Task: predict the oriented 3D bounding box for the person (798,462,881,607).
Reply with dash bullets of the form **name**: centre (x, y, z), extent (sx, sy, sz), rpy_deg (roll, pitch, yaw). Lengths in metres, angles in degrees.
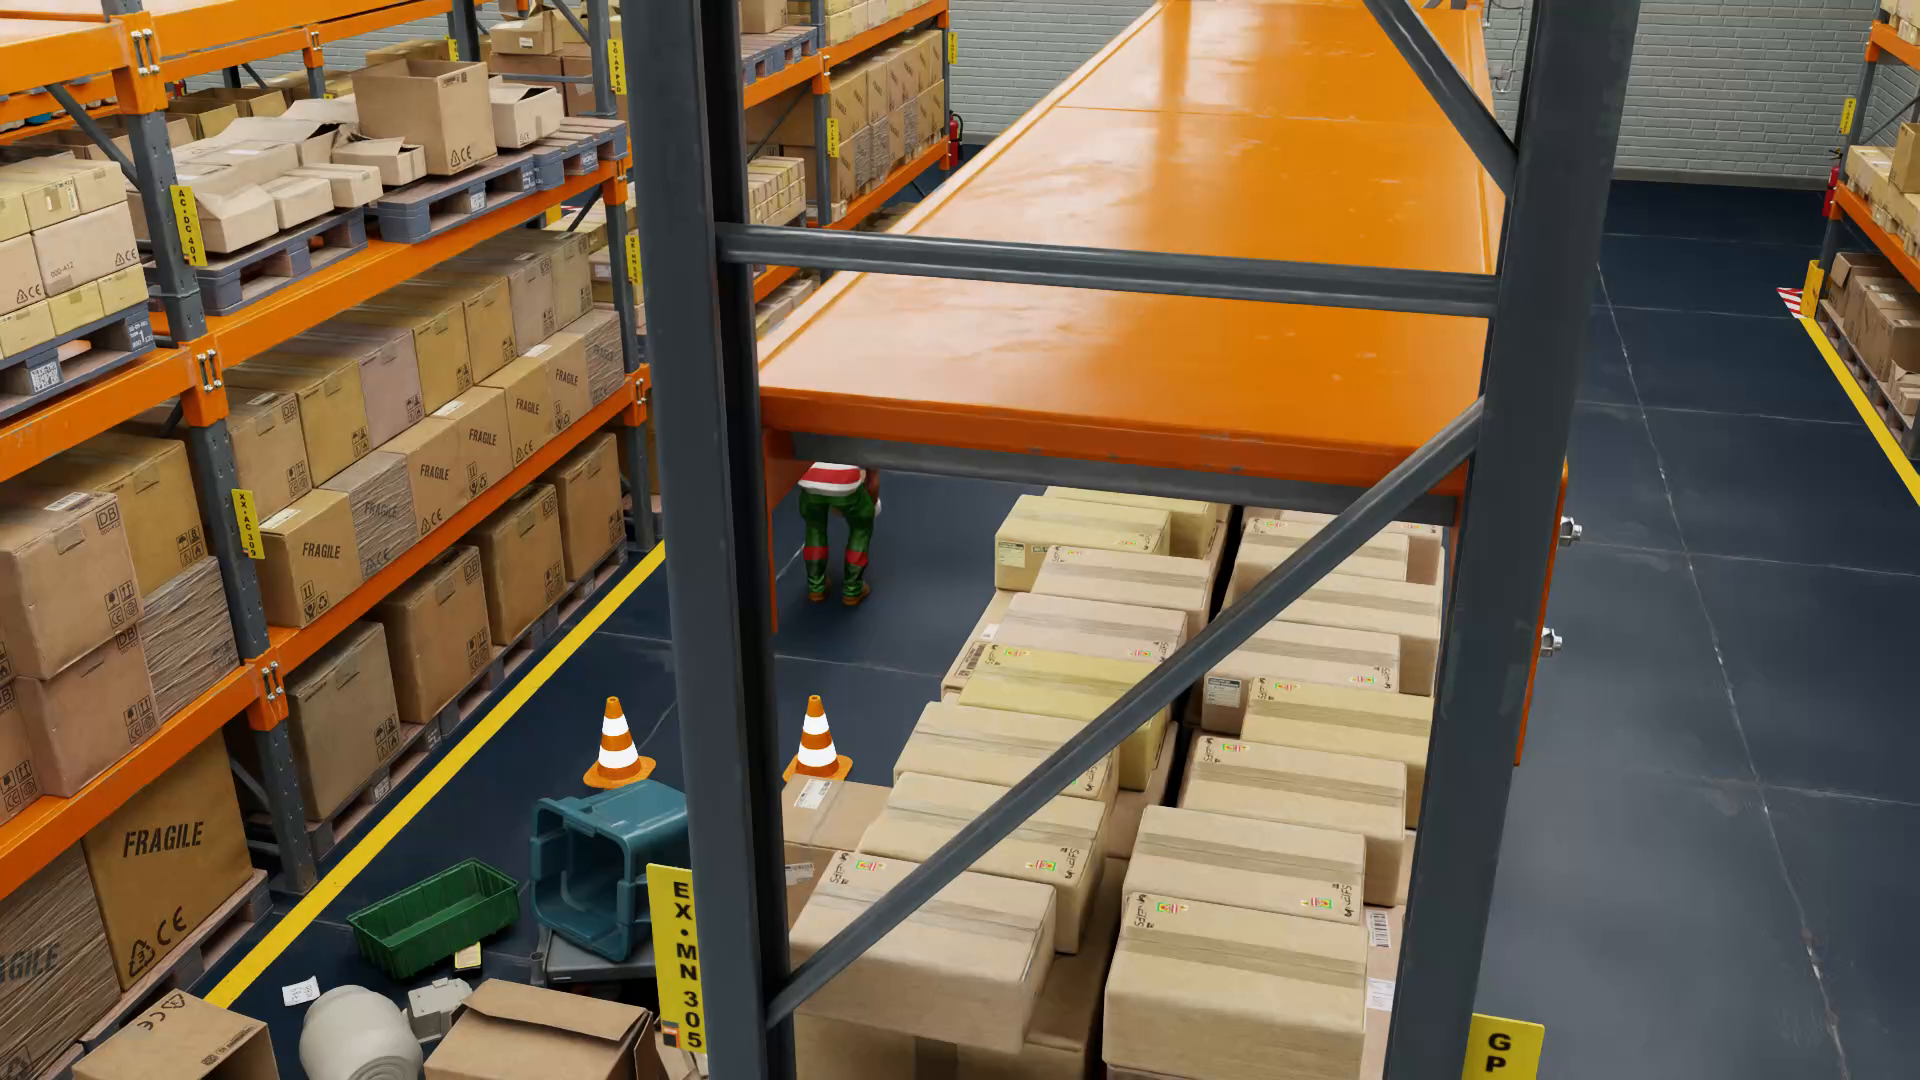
- **person**: centre (-0.780, -0.238, 10.869), extent (0.503, 1.213, 0.789), rpy_deg (5, 26, 11)
